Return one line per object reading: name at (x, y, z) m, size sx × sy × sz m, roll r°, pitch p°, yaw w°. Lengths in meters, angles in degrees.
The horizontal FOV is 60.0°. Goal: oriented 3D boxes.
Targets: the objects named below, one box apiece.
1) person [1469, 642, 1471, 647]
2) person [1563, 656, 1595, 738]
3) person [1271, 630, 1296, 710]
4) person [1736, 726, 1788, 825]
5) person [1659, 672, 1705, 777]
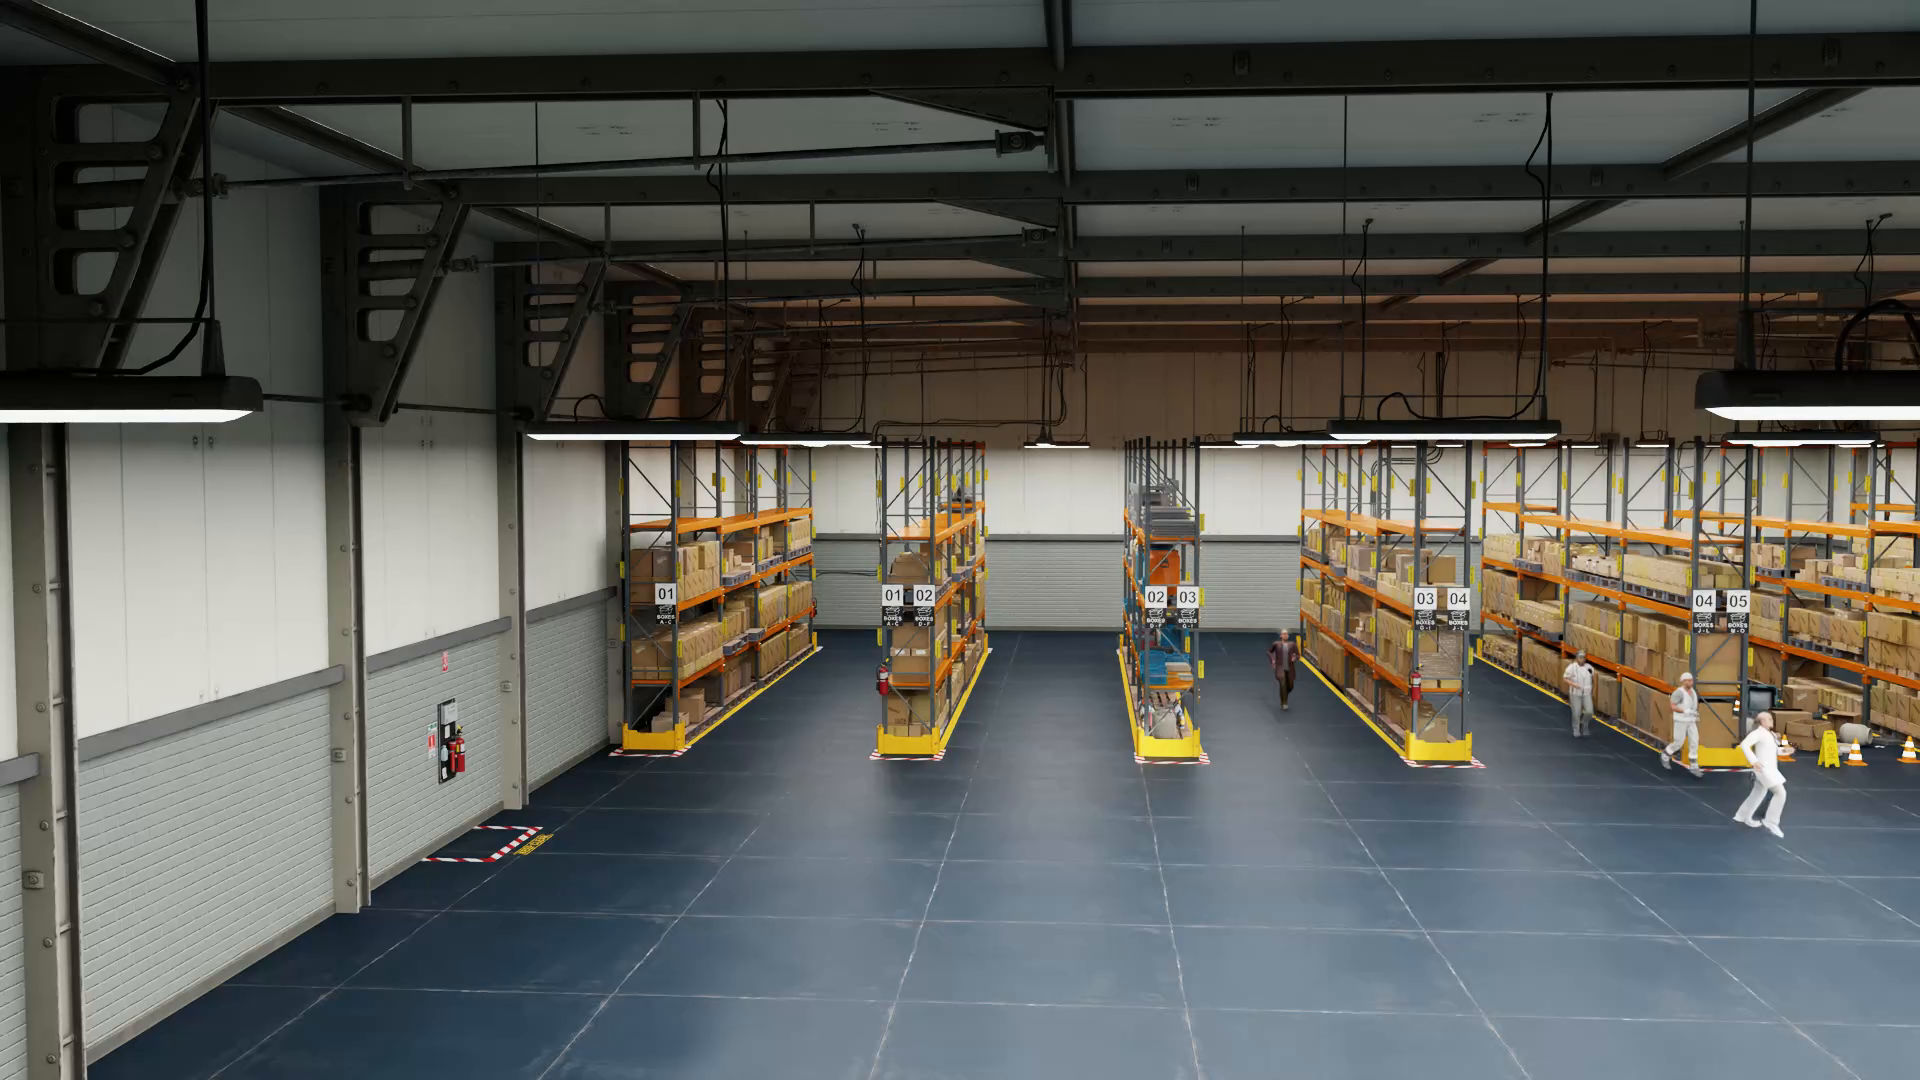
person at (14.268, 2.367, 47.329) m, size 0.757 × 1.653 × 0.646 m, roll -1°, pitch 3°, yaw -13°
person at (12.387, 3.104, 33.173) m, size 0.659 × 1.709 × 0.645 m, roll 0°, pitch 3°, yaw 6°
person at (7.216, 2.866, 37.040) m, size 0.684 × 1.747 × 0.917 m, roll 0°, pitch 3°, yaw 0°
person at (12.034, 3.516, 24.964) m, size 0.699 × 1.464 × 0.657 m, roll 2°, pitch 4°, yaw 32°
person at (12.839, 3.240, 29.472) m, size 0.657 × 1.806 × 0.882 m, roll -1°, pitch 3°, yaw -24°
